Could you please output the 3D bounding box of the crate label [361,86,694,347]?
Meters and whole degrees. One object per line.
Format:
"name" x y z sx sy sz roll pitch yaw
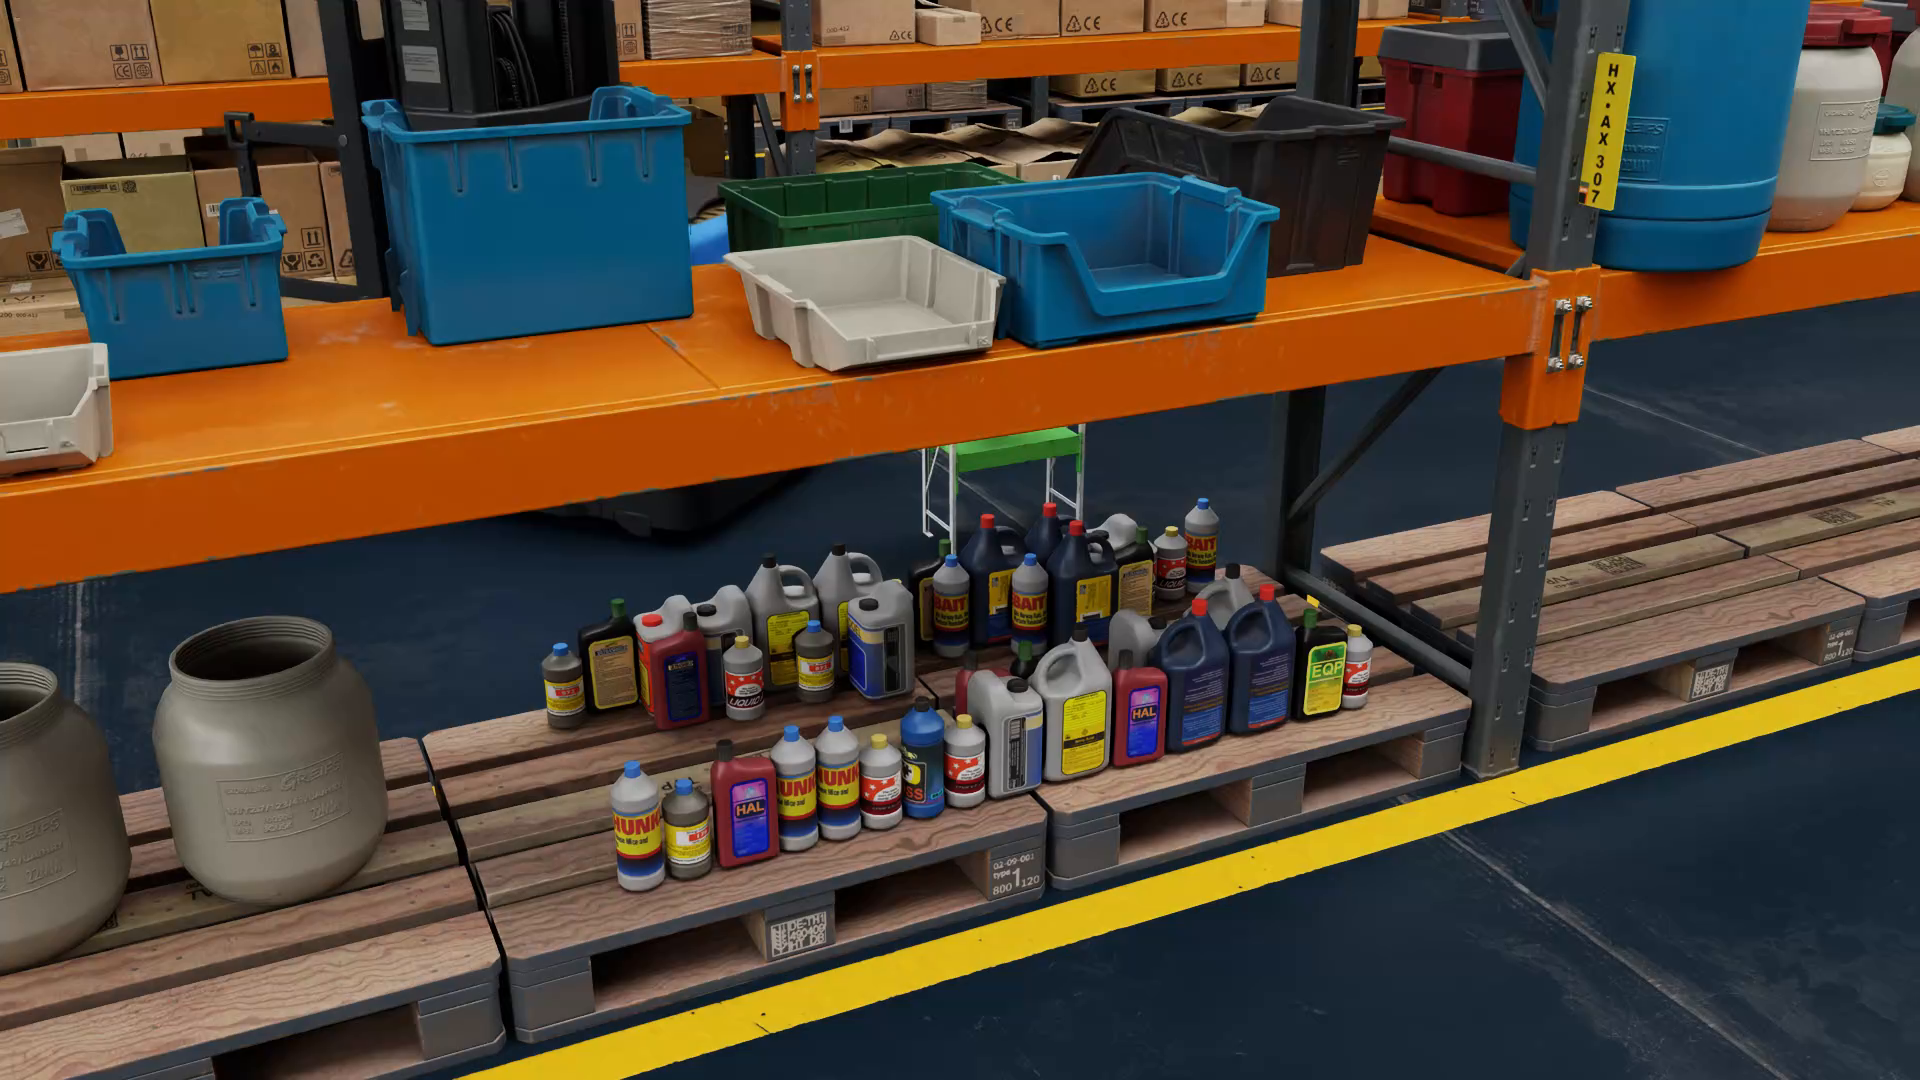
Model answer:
"crate label" -0.892 -0.699 3.471 0.616 0.435 0.502 -10 25 -24

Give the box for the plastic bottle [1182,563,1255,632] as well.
"plastic bottle" 0.653 0.229 4.162 0.185 0.351 0.144 -10 25 -24

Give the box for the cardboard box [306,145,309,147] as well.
"cardboard box" -2.878 -1.707 8.017 0.500 0.500 0.500 -10 25 -24

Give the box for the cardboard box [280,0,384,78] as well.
"cardboard box" -2.758 -2.369 7.420 0.500 0.500 0.700 -10 24 -22

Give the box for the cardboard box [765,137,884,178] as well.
"cardboard box" -0.733 -2.004 8.982 0.500 0.311 0.500 -10 25 -24

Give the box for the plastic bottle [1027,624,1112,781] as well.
"plastic bottle" 0.252 0.364 3.836 0.185 0.351 0.144 -11 25 -24

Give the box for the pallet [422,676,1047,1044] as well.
"pallet" -0.553 0.642 3.924 1.213 0.211 1.003 -10 25 -24

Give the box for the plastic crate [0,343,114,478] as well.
"plastic crate" -1.487 -0.200 2.656 0.250 0.136 0.298 -10 25 -24

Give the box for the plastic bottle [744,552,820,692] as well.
"plastic bottle" -0.457 0.196 4.242 0.185 0.351 0.144 -9 24 -21

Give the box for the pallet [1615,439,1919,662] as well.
"pallet" 2.963 -0.007 5.491 1.213 0.211 1.003 -10 25 -24

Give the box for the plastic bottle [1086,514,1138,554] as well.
"plastic bottle" 0.414 0.072 4.639 0.135 0.276 0.152 -9 24 -22

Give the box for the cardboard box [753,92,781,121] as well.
"cardboard box" -1.548 -3.712 13.488 0.500 0.500 0.700 -10 25 -23

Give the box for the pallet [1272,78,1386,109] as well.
"pallet" 3.420 -4.247 15.733 1.213 0.211 1.003 -10 25 -24

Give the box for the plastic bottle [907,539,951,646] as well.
"plastic bottle" -0.073 0.139 4.468 0.133 0.283 0.061 -9 24 -21

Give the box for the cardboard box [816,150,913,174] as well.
"cardboard box" -0.493 -1.821 8.540 0.500 0.311 0.500 -10 25 -23

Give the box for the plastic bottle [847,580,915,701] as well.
"plastic bottle" -0.202 0.247 4.217 0.135 0.276 0.152 -10 25 -24

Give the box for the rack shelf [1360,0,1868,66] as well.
"rack shelf" 4.433 -3.318 10.785 4.000 0.370 1.077 -10 25 -24

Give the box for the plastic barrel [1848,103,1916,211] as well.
"plastic barrel" 2.430 -1.051 4.547 0.301 0.262 0.301 0 22 0

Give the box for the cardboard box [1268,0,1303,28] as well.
"cardboard box" 1.940 -2.958 9.304 0.250 0.149 0.380 -10 25 -24

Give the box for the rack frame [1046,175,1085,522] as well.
"rack frame" 0.369 -0.622 5.685 0.015 1.200 0.240 -10 25 -24

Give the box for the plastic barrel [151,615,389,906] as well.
"plastic barrel" -1.422 0.453 3.439 0.421 0.512 0.421 0 22 0

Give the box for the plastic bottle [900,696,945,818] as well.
"plastic bottle" -0.083 0.473 3.678 0.097 0.271 0.097 0 22 0

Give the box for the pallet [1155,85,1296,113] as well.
"pallet" 2.319 -4.043 15.240 1.213 0.211 1.003 -10 25 -24

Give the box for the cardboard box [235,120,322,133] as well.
"cardboard box" -4.871 -3.030 11.840 0.500 0.500 0.700 -12 25 -27

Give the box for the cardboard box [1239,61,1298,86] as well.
"cardboard box" 2.754 -4.589 15.175 0.750 0.750 0.750 -10 24 -22

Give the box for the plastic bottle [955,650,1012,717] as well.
"plastic bottle" 0.057 0.385 3.875 0.133 0.283 0.061 -10 25 -24

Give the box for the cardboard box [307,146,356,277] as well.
"cardboard box" -2.646 -1.522 7.571 0.500 0.500 0.500 -10 25 -24

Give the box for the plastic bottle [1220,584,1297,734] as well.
"plastic bottle" 0.716 0.279 4.042 0.185 0.351 0.144 -11 25 -25

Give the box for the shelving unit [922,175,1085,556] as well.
"shelving unit" 0.149 -0.582 5.587 0.503 1.200 0.258 -10 25 -24

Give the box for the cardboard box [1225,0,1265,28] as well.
"cardboard box" 1.506 -2.972 9.336 0.250 0.149 0.380 -9 24 -20

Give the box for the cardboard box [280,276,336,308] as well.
"cardboard box" -3.099 -1.095 7.519 0.500 0.250 0.500 -10 25 -24

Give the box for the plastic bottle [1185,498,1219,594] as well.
"plastic bottle" 0.694 0.011 4.793 0.097 0.271 0.097 0 22 0

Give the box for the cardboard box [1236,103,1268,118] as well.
"cardboard box" 2.031 -2.516 10.219 0.500 0.311 0.500 -10 24 -22

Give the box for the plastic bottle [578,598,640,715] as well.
"plastic bottle" -0.871 0.286 4.113 0.133 0.283 0.061 -10 24 -22

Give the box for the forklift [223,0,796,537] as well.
"forklift" -2.071 -1.717 6.066 3.031 2.935 1.130 9 24 21

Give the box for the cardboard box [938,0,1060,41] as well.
"cardboard box" 0.200 -2.911 8.729 0.500 0.500 0.500 -9 24 -20

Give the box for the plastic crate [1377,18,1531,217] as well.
"plastic crate" 1.475 -1.163 4.554 0.583 0.464 0.402 -10 25 -24

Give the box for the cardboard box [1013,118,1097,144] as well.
"cardboard box" 0.638 -2.257 9.592 0.500 0.311 0.500 -11 25 -24

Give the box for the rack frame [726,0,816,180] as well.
"rack frame" -0.974 -2.655 8.243 0.127 3.000 1.000 -10 25 -24

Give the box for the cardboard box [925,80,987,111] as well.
"cardboard box" -0.148 -3.936 14.031 0.500 0.500 0.700 -10 25 -23

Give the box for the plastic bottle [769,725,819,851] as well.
"plastic bottle" -0.355 0.523 3.557 0.097 0.271 0.097 0 22 0

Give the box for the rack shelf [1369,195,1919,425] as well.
"rack shelf" 2.973 -0.947 5.057 4.000 0.370 1.077 -10 25 -24

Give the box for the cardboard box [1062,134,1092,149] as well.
"cardboard box" 0.891 -2.076 9.157 0.500 0.311 0.500 -10 24 -22

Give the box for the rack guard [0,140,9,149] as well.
"rack guard" -6.661 -2.556 11.271 0.348 0.500 1.175 -10 25 -24

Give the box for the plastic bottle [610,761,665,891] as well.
"plastic bottle" -0.664 0.580 3.420 0.097 0.271 0.097 0 22 0

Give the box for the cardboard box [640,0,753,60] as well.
"cardboard box" -1.371 -2.626 8.041 0.500 0.500 0.700 -11 25 -25

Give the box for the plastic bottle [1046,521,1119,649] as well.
"plastic bottle" 0.326 0.113 4.442 0.185 0.351 0.144 -10 25 -24

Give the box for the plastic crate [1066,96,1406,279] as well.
"plastic crate" 0.644 -0.876 4.026 0.504 0.338 0.767 -10 25 -24

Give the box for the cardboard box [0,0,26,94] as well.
"cardboard box" -4.152 -2.111 6.797 0.500 0.500 0.700 -10 25 -24
